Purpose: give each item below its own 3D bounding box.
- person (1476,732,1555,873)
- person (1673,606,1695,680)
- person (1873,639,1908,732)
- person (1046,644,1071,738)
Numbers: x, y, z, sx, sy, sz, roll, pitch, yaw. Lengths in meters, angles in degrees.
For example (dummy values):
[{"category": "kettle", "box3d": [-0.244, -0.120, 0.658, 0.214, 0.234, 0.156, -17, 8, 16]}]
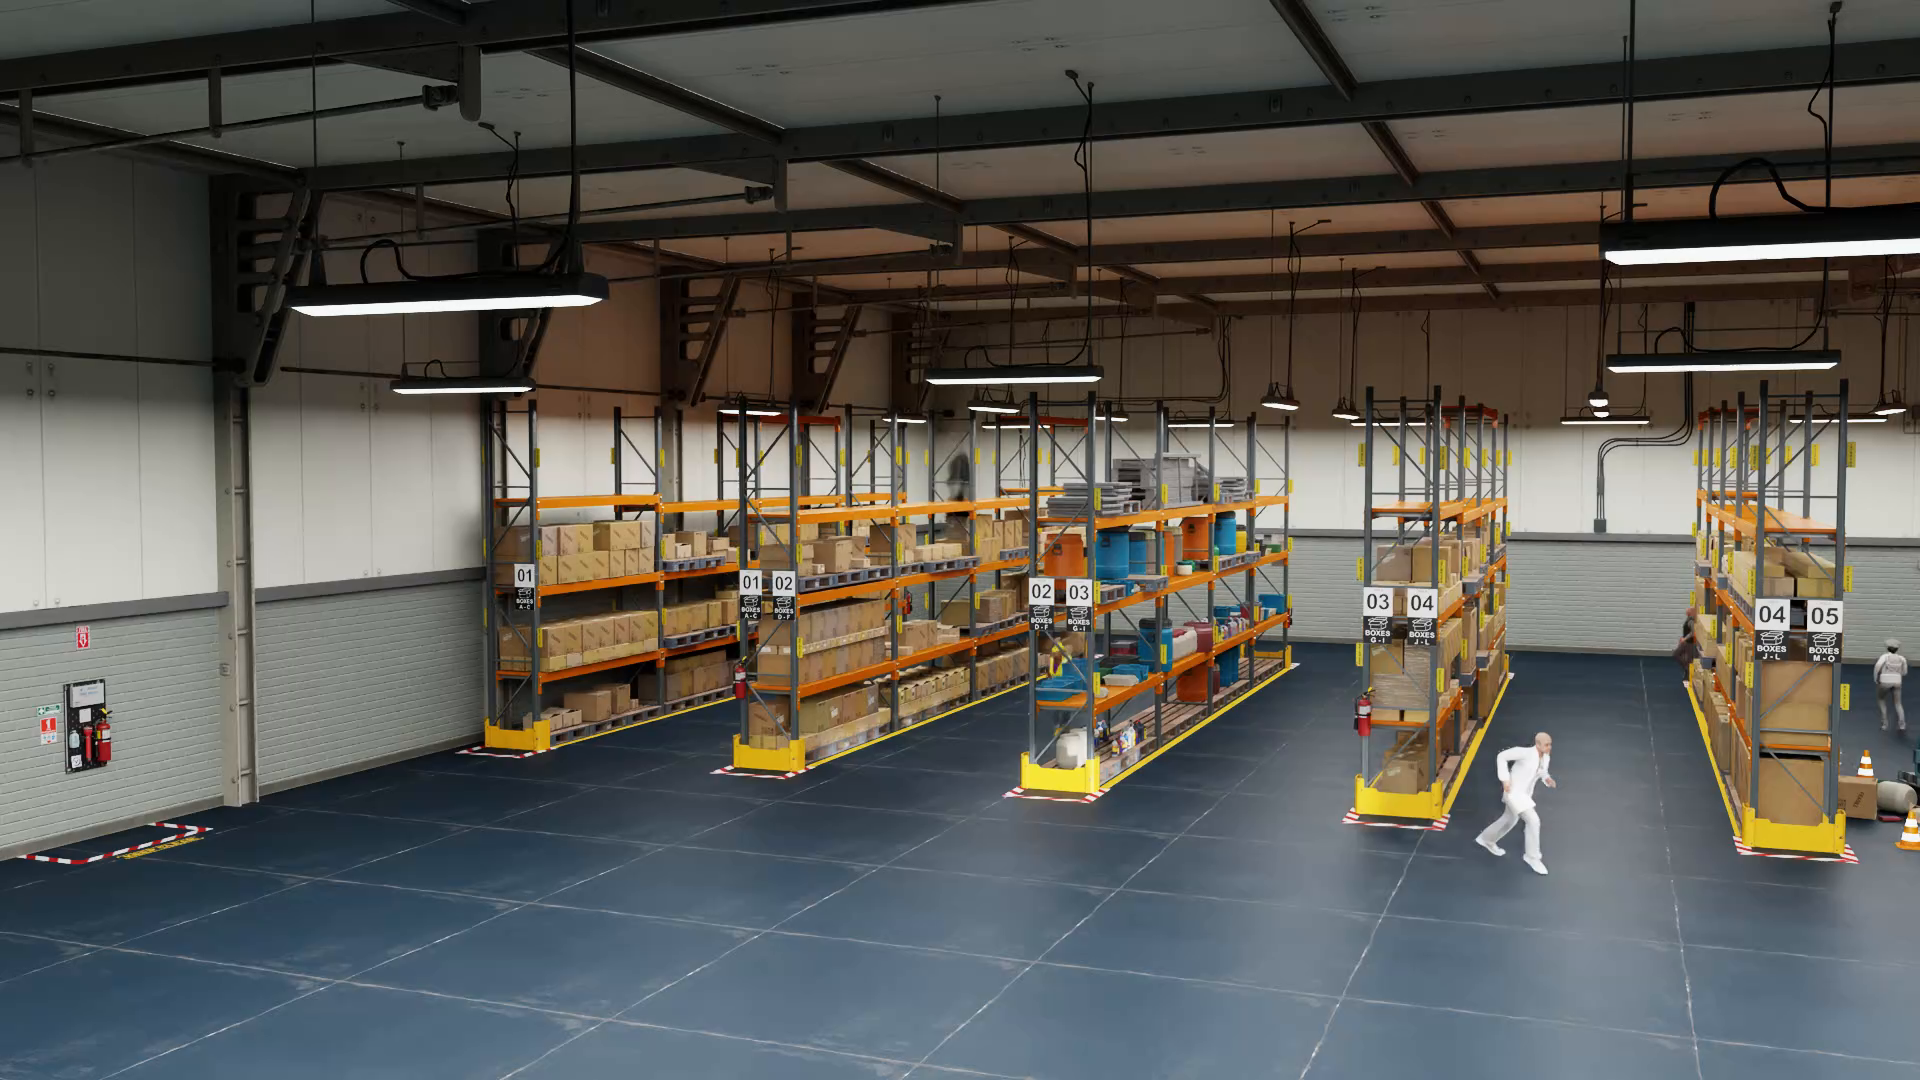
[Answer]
[{"category": "person", "box3d": [6.787, 3.179, 20.398, 0.753, 1.744, 1.060, -2, 3, -36]}, {"category": "person", "box3d": [16.354, 2.312, 37.338, 0.605, 1.686, 0.677, 1, 3, 15]}, {"category": "person", "box3d": [16.919, 2.667, 30.250, 0.620, 1.725, 0.856, 1, 3, 15]}, {"category": "person", "box3d": [1.862, 2.695, 30.032, 0.749, 1.689, 0.872, 2, 3, 30]}]
